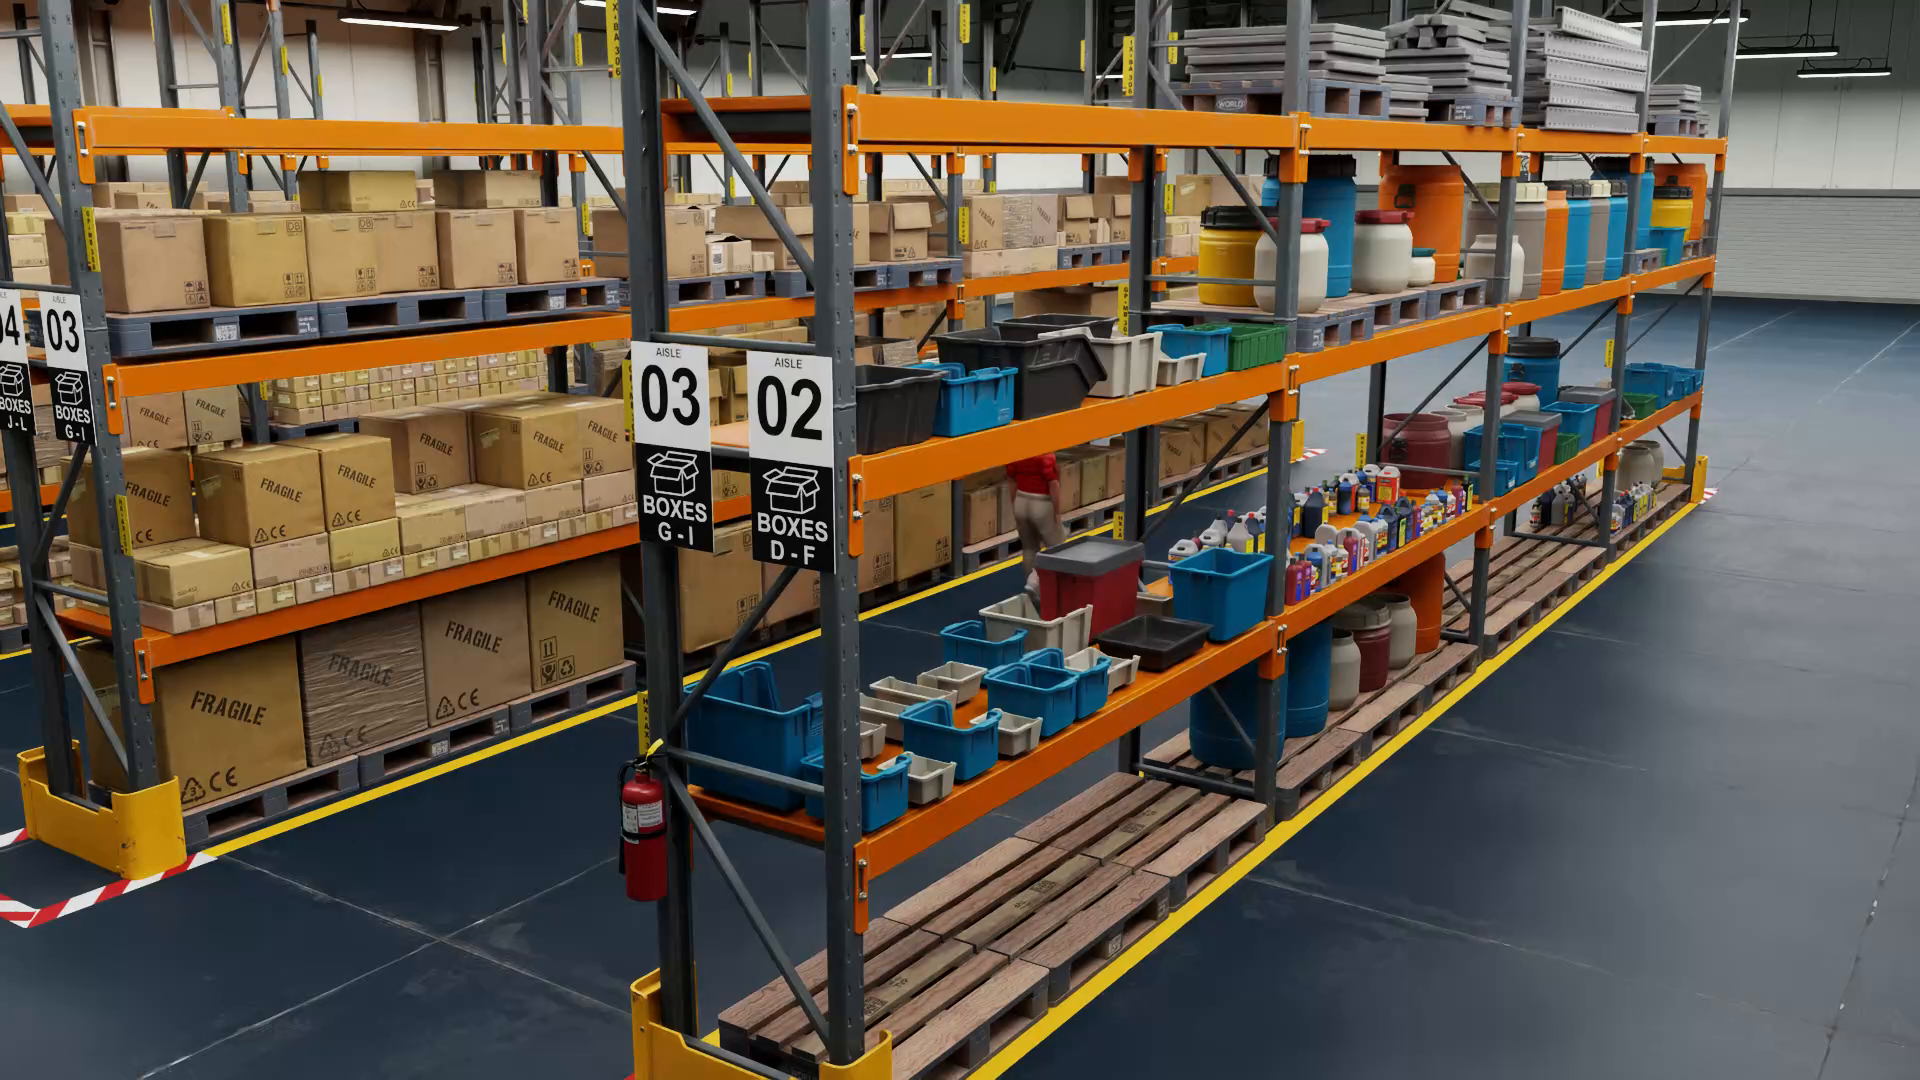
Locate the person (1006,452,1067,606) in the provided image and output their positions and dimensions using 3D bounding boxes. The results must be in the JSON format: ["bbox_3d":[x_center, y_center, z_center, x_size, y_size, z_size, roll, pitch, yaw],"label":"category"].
[{"bbox_3d":[0.687,-0.262,14.622,0.556,1.711,0.695,10,16,37],"label":"person"}]
